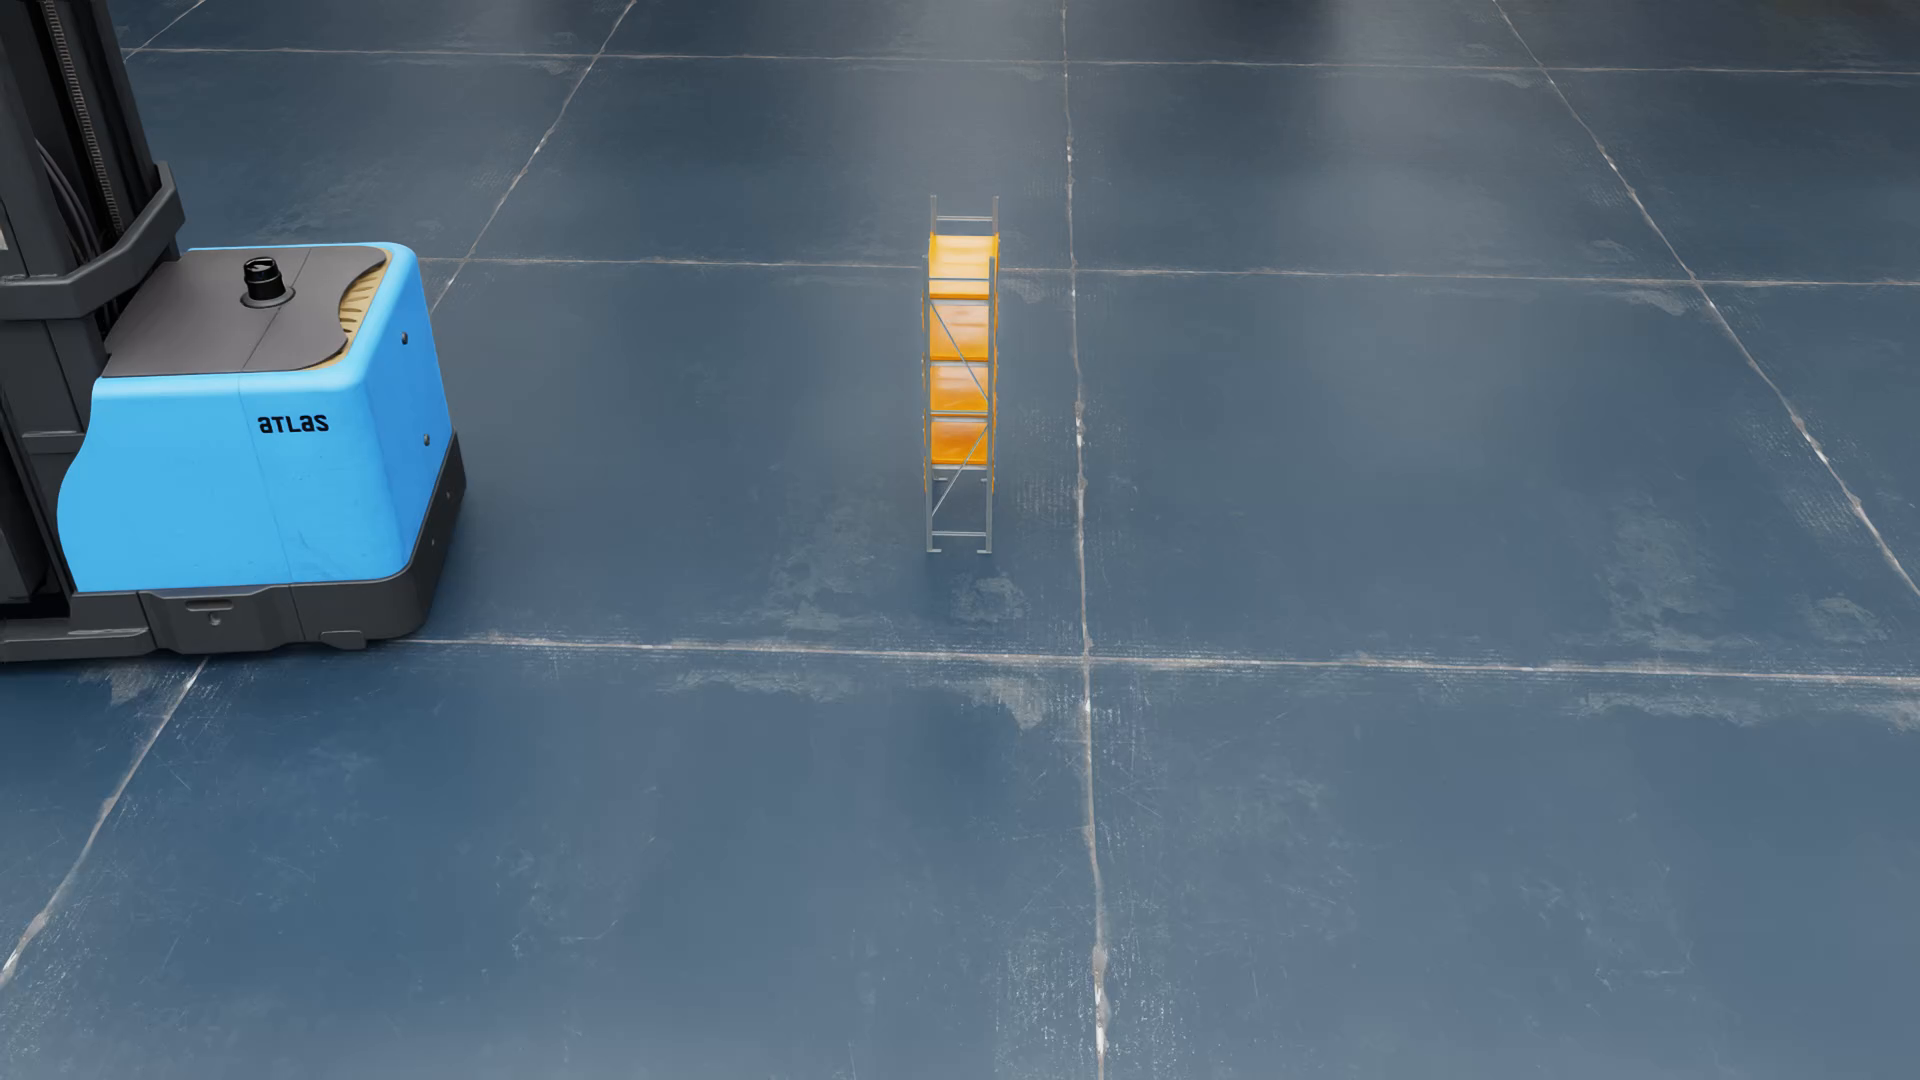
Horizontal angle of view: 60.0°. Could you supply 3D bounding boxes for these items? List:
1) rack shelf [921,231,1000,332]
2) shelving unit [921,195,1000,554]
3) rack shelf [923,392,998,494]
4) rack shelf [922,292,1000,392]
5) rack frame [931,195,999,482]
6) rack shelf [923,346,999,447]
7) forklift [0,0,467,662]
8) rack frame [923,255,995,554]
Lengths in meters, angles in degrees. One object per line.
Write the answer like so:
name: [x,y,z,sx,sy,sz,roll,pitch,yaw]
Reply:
rack shelf: [0.007,-0.907,5.814,0.258,0.148,0.480,1,35,2]
shelving unit: [0.007,-0.586,6.040,0.258,1.200,0.503,1,35,2]
rack shelf: [0.007,-0.368,6.193,0.258,0.148,0.480,1,35,2]
rack shelf: [0.007,-0.714,5.950,0.258,0.148,0.480,1,35,2]
rack frame: [0.016,-0.726,6.240,0.240,1.200,0.015,1,35,2]
rack shelf: [0.007,-0.531,6.079,0.258,0.148,0.480,1,35,2]
forklift: [-3.387,-1.047,5.191,3.031,2.935,1.130,-2,35,-3]
rack frame: [-0.003,-0.446,5.841,0.240,1.200,0.015,1,35,2]
